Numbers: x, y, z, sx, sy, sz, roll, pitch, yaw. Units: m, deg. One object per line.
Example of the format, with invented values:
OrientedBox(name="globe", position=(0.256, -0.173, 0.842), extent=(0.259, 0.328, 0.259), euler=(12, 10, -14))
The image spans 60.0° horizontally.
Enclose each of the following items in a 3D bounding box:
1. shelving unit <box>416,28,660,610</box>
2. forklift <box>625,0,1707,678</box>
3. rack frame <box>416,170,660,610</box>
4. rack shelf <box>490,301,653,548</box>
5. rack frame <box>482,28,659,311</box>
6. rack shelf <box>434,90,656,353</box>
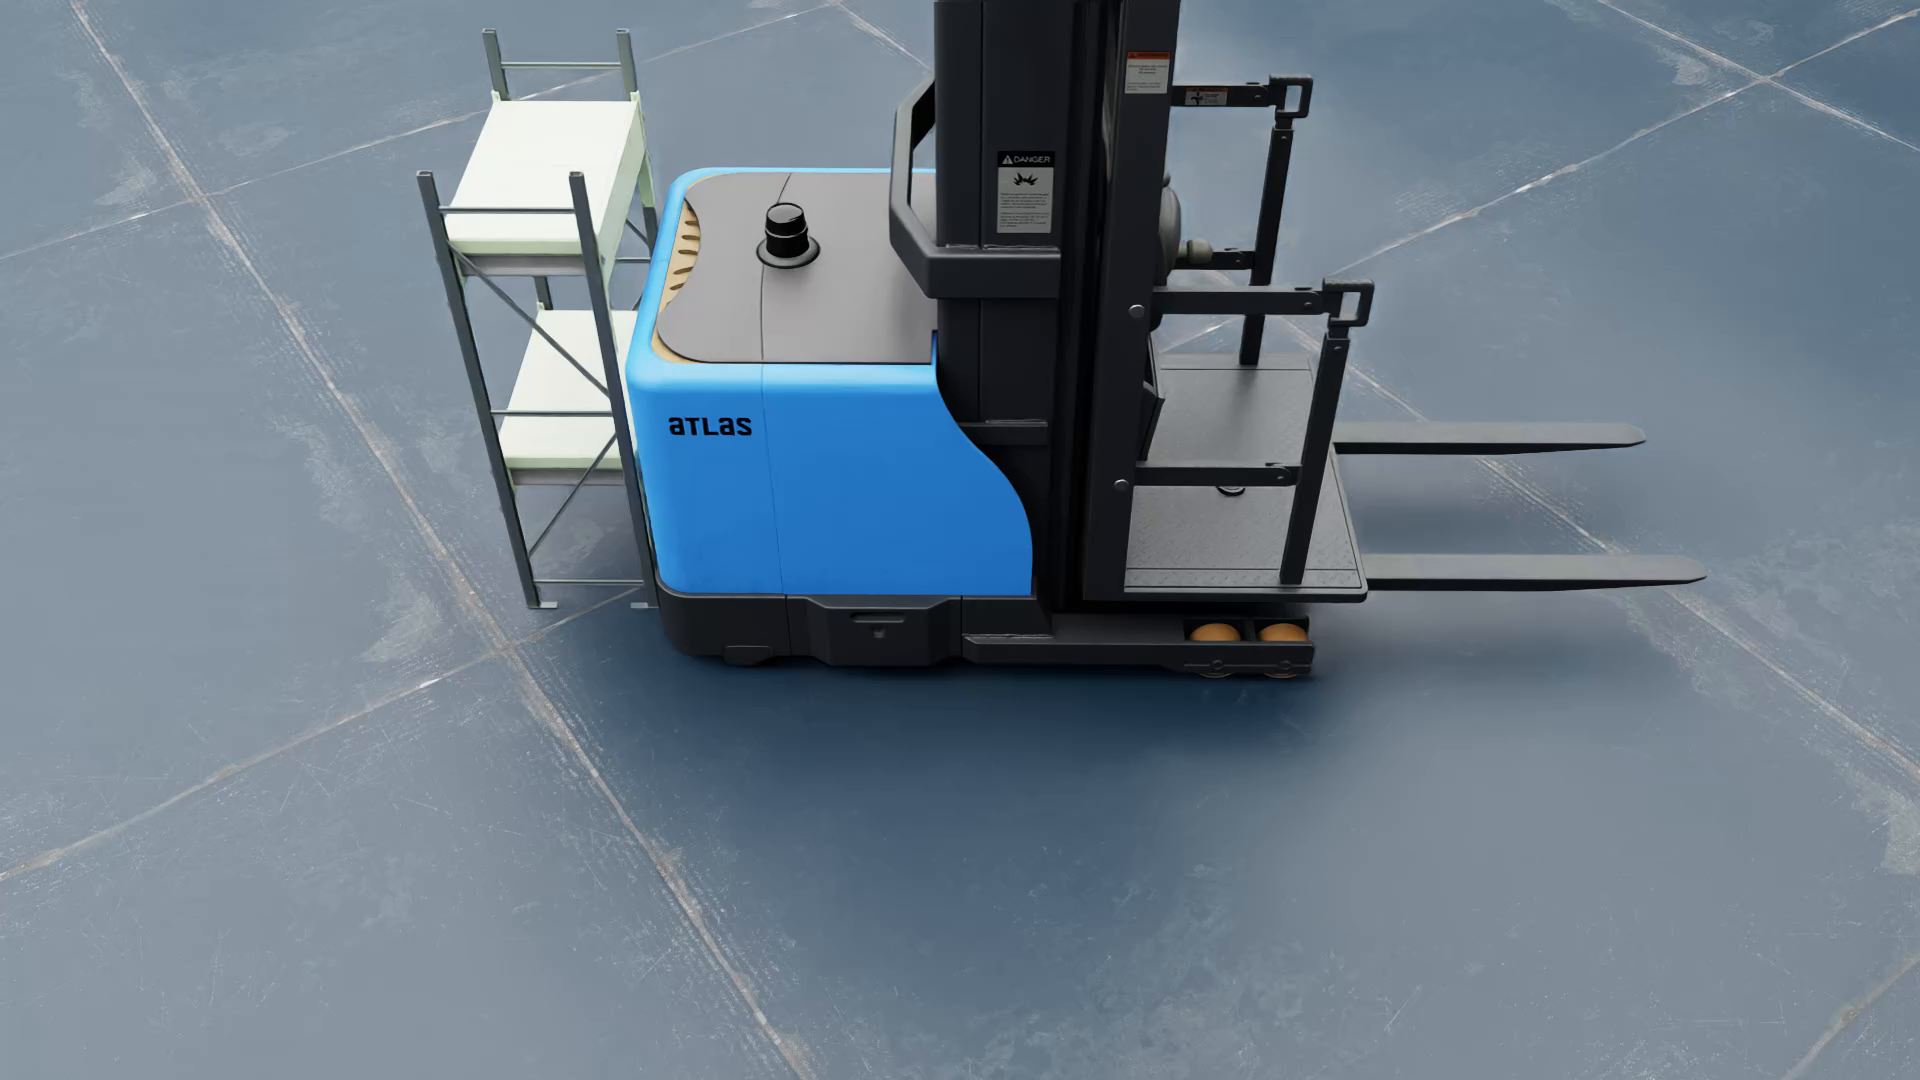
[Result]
OrientedBox(name="shelving unit", position=(-1.105, -0.593, 4.785), extent=(0.431, 1.500, 0.755), euler=(0, 44, 0))
OrientedBox(name="forklift", position=(0.655, -1.030, 4.207), extent=(3.031, 2.935, 1.130), euler=(0, 44, 0))
OrientedBox(name="rack frame", position=(-1.108, -0.340, 4.520), extent=(0.400, 1.500, 0.023), euler=(0, 44, 0))
OrientedBox(name="rack shelf", position=(-1.105, -0.357, 5.010), extent=(0.431, 0.370, 0.720), euler=(0, 44, 0))
OrientedBox(name="rack frame", position=(-1.102, -0.846, 5.050), extent=(0.400, 1.500, 0.023), euler=(0, 44, 0))
OrientedBox(name="rack shelf", position=(-1.105, -0.875, 4.516), extent=(0.431, 0.370, 0.720), euler=(0, 44, 0))
